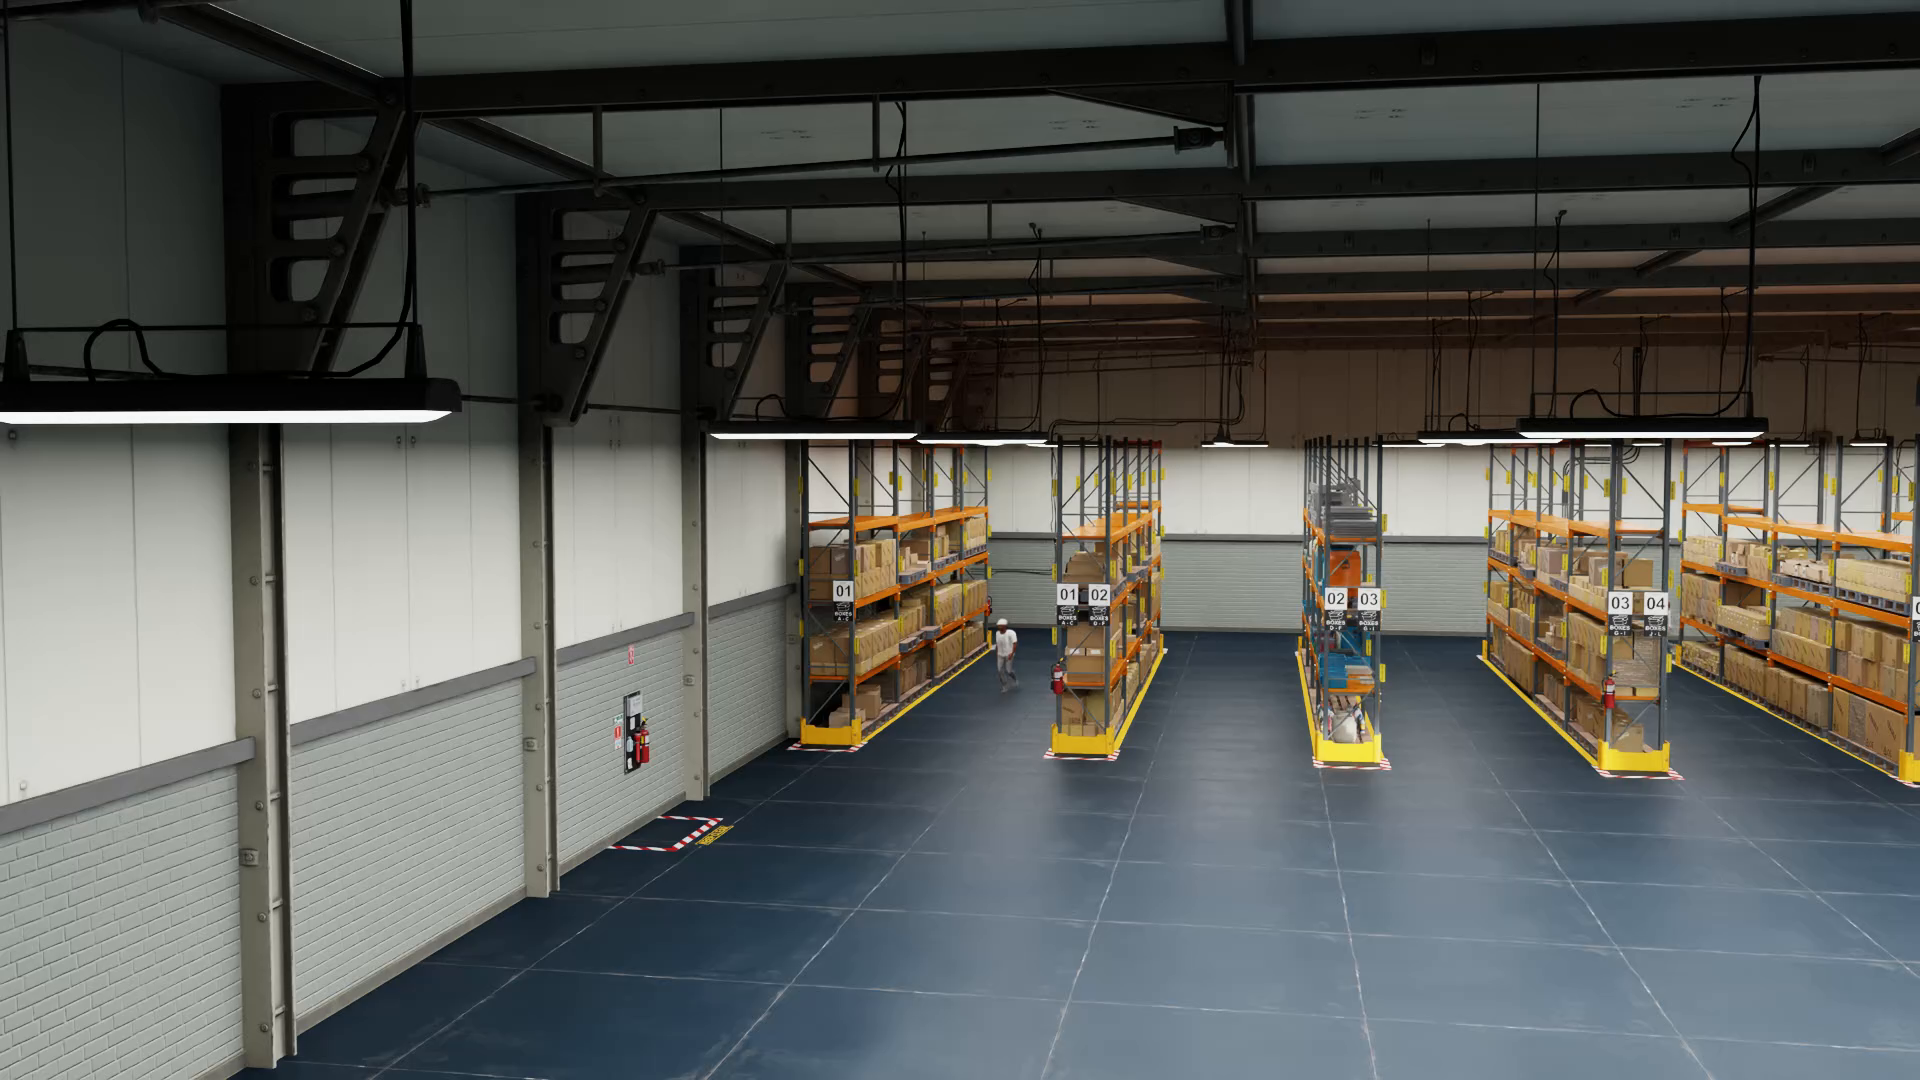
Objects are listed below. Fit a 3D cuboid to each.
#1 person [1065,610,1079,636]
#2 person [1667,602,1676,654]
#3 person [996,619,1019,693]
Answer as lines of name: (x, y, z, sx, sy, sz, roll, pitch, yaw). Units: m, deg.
person: (3.137, 2.467, 44.528, 0.654, 1.703, 0.745, 0, 3, -3)
person: (19.389, 2.453, 45.569, 0.612, 1.584, 0.420, 0, 3, -4)
person: (1.101, 2.729, 39.455, 0.623, 1.731, 0.646, 2, 4, 30)
